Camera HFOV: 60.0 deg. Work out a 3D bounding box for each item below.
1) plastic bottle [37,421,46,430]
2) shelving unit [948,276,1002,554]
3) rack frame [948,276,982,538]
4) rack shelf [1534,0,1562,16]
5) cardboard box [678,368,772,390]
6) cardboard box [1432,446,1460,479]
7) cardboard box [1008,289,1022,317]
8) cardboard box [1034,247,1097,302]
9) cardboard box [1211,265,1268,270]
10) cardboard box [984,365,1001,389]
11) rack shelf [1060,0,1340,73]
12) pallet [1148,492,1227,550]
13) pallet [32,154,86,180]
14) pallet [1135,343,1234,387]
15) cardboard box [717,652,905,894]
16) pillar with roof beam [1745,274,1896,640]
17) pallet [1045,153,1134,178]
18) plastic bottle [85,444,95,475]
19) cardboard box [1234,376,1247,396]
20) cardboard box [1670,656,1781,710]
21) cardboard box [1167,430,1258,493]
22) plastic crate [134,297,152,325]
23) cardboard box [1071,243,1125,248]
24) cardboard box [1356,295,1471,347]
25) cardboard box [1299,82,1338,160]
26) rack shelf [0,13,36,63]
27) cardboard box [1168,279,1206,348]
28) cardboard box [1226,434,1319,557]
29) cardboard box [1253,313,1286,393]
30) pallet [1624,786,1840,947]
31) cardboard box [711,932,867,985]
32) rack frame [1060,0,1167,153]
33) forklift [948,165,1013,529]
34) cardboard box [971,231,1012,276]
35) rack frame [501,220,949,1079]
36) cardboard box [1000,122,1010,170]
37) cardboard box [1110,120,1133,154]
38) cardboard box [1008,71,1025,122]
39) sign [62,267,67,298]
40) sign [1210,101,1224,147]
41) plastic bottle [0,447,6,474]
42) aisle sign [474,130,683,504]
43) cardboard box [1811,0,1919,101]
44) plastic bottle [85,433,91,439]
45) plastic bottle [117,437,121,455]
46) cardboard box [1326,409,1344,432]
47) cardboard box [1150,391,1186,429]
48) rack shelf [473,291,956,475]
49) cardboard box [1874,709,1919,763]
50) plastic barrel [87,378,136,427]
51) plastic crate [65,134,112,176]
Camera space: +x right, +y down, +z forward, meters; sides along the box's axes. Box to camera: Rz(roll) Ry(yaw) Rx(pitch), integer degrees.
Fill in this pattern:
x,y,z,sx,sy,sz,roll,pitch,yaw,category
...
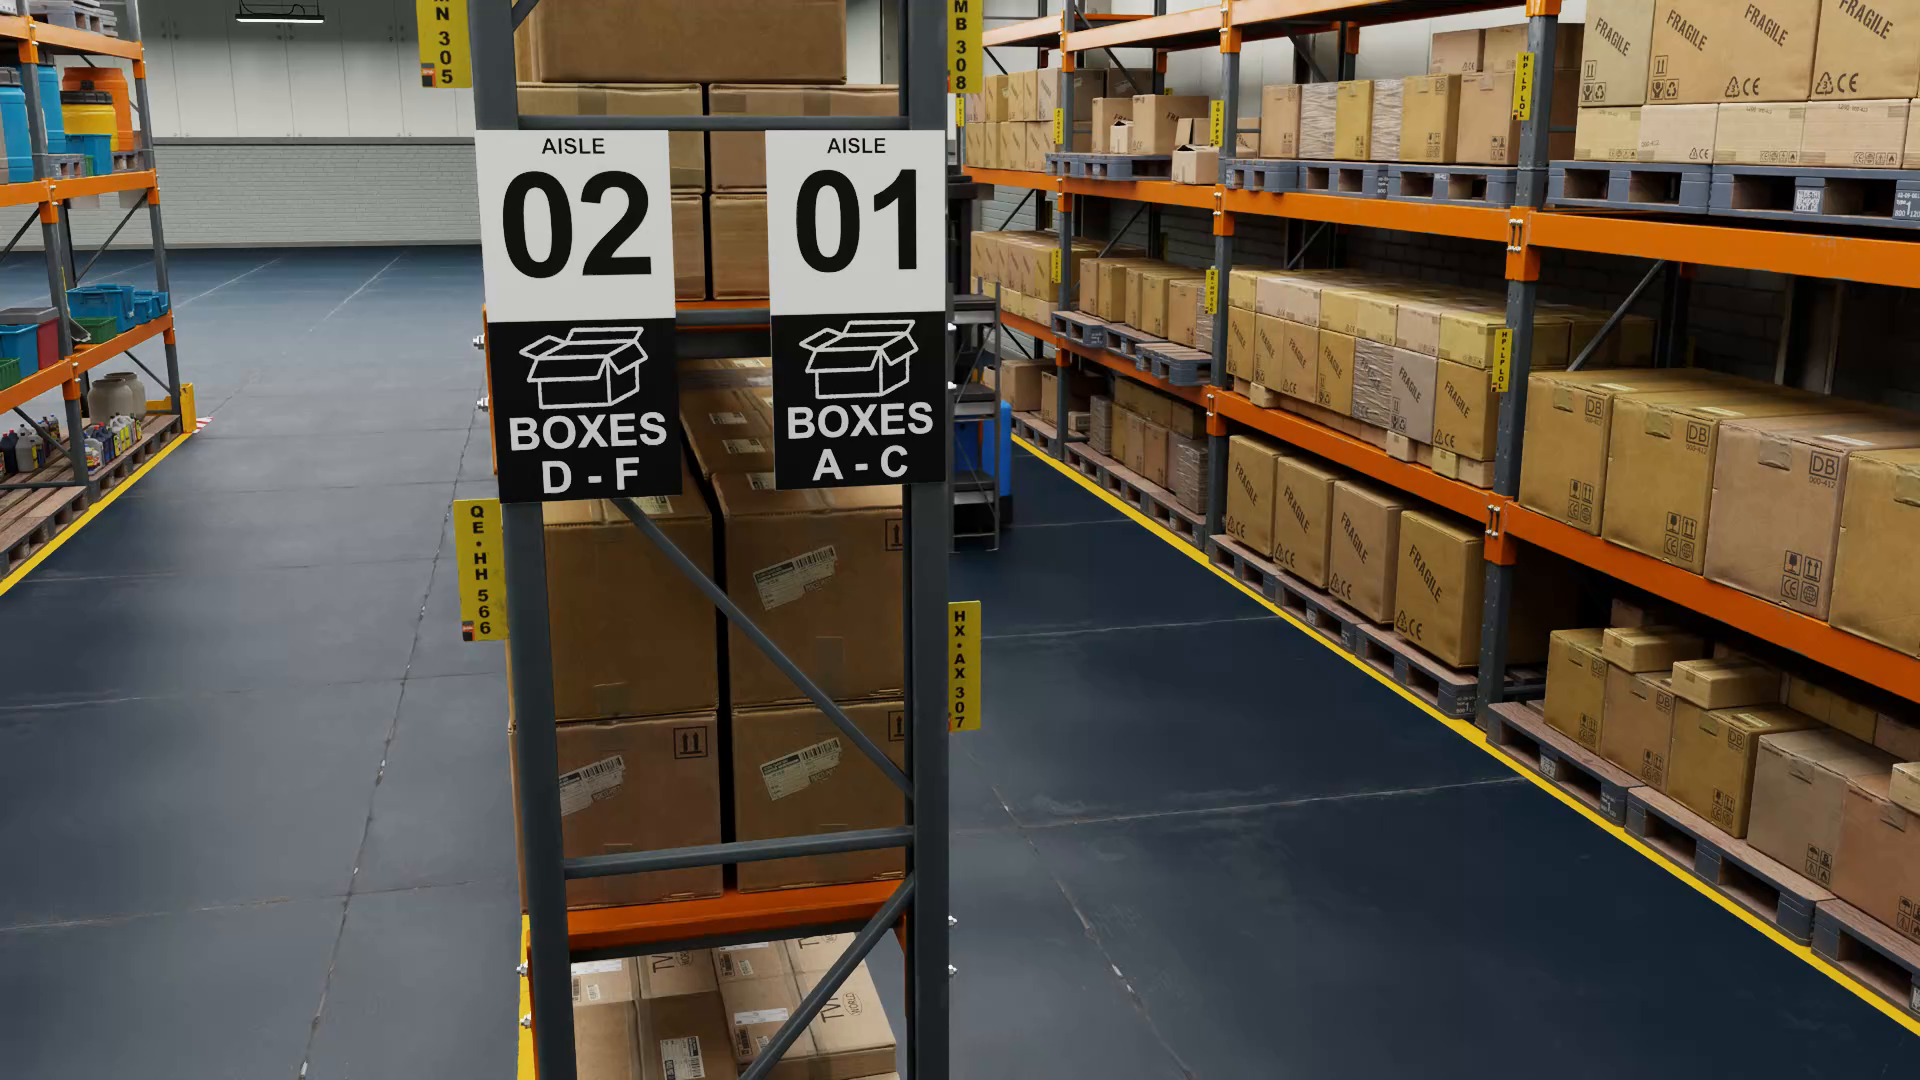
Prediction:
x,y,z,sx,sy,sz,roll,pitch,yaw,category
-8.873,-1.008,16.055,0.097,0.271,0.097,0,14,0,plastic bottle
0.046,-0.978,13.007,0.431,2.100,0.503,-4,14,-15,shelving unit
-0.019,-1.034,13.235,0.400,2.100,0.015,-4,14,-15,rack frame
3.818,-2.351,6.446,1.077,0.370,4.000,-3,14,-13,rack shelf
-0.854,-0.362,6.272,0.500,0.500,0.500,-3,14,-13,cardboard box
2.912,-0.448,9.429,0.380,0.149,0.250,-3,14,-12,cardboard box
0.822,-2.547,17.805,0.500,0.250,0.500,-3,14,-13,cardboard box
1.058,-2.680,16.770,0.500,0.500,0.500,-3,14,-13,cardboard box
2.209,-2.093,13.169,0.380,0.149,0.250,-6,15,-23,cardboard box
0.605,-1.953,19.838,0.500,0.311,0.500,-5,15,-20,cardboard box
1.939,-4.196,14.000,1.077,0.370,4.000,-3,14,-13,rack shelf
2.227,-0.190,13.760,1.003,0.211,1.213,-3,14,-13,pallet
-8.425,-3.261,14.533,1.213,0.211,1.003,-3,14,-13,pallet
2.138,-1.429,13.362,1.213,0.211,1.003,-3,14,-13,pallet
-0.374,0.593,4.470,0.500,0.500,0.500,-3,14,-12,cardboard box
0.169,-3.002,6.756,9.100,9.000,0.400,-3,14,-13,pillar with roof beam
1.511,-3.505,15.527,1.213,0.211,1.003,-3,14,-13,pallet
-7.809,-0.721,14.880,0.097,0.271,0.097,0,14,0,plastic bottle
2.261,-1.163,12.354,0.380,0.149,0.250,-3,14,-14,cardboard box
3.450,0.642,7.496,0.380,0.149,0.250,-4,14,-15,cardboard box
2.181,-0.652,14.116,0.700,0.500,0.500,-3,14,-13,cardboard box
-8.544,-2.336,16.983,0.499,0.251,0.408,-3,14,-13,plastic crate
1.444,-2.828,17.375,0.500,0.500,0.500,-3,14,-13,cardboard box
2.760,-1.338,10.124,0.500,0.250,0.500,-3,14,-12,cardboard box
2.754,-2.856,11.337,0.700,0.500,0.500,-4,14,-16,cardboard box
-7.691,-3.644,11.740,1.077,0.370,4.000,-3,14,-13,rack shelf
2.131,-1.862,13.590,0.700,0.500,0.500,-5,14,-18,cardboard box
2.454,-0.347,12.172,0.750,0.750,0.750,-3,14,-14,cardboard box
2.388,-1.319,11.627,0.500,0.500,0.500,-3,14,-11,cardboard box
3.741,1.375,7.354,1.003,0.211,1.213,-3,14,-13,pallet
-0.613,1.508,5.799,0.500,0.250,0.500,-3,14,-13,cardboard box
1.470,-5.201,15.756,1.000,3.000,0.127,-3,14,-13,rack frame
-0.534,-1.784,14.551,1.130,2.935,3.031,-5,15,-19,forklift
0.350,-3.384,19.652,0.500,0.500,0.500,-3,14,-13,cardboard box
-0.526,0.758,4.003,1.000,3.000,0.127,-3,14,-13,rack frame
0.729,-4.266,17.996,0.500,0.500,0.500,-2,14,-10,cardboard box
1.665,-3.632,14.956,0.500,0.311,0.500,-3,14,-11,cardboard box
0.817,-4.634,17.396,0.500,0.500,0.500,-4,14,-15,cardboard box
-9.636,-2.762,17.830,0.100,0.325,0.005,-3,14,-13,sign
1.881,-3.043,12.151,0.100,0.325,0.005,-3,14,-13,sign
-8.594,-0.722,14.857,0.061,0.283,0.133,-3,14,-10,plastic bottle
-0.808,-0.472,3.560,0.394,0.787,0.004,-3,14,-13,aisle sign
3.613,-1.909,6.242,0.500,0.500,0.500,-4,14,-16,cardboard box
-8.098,-0.859,15.445,0.097,0.271,0.097,0,14,0,plastic bottle
-8.035,-0.909,15.795,0.097,0.201,0.097,0,14,0,plastic bottle
2.632,-0.810,10.908,0.380,0.149,0.250,-3,14,-13,cardboard box
1.991,-1.144,14.551,0.500,0.250,0.500,-3,14,-13,cardboard box
-0.996,-0.811,5.621,1.077,0.370,4.000,-3,14,-13,rack shelf
4.011,0.805,6.827,0.380,0.149,0.250,-3,14,-12,cardboard box
-8.753,-1.390,17.153,0.421,0.512,0.421,0,14,0,plastic barrel
-8.359,-3.684,15.898,0.392,0.384,0.575,-3,14,-13,plastic crate
